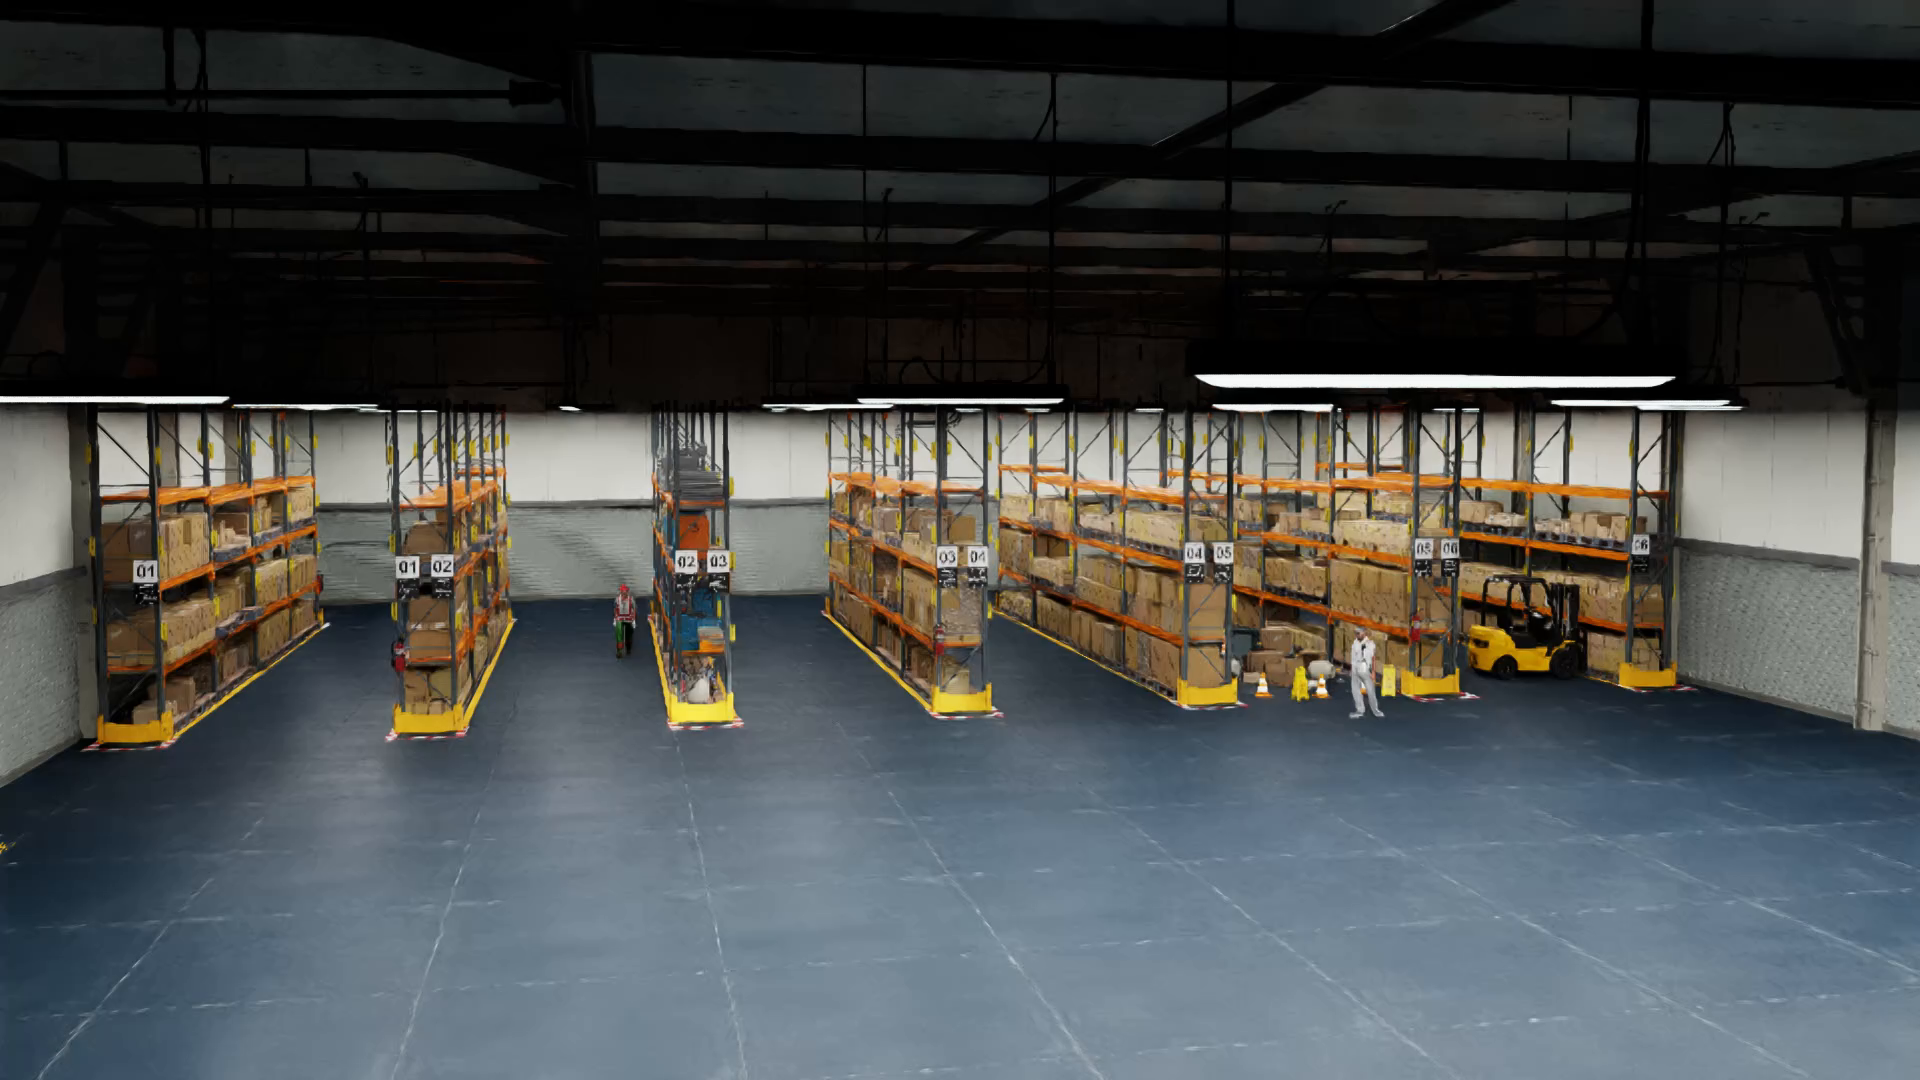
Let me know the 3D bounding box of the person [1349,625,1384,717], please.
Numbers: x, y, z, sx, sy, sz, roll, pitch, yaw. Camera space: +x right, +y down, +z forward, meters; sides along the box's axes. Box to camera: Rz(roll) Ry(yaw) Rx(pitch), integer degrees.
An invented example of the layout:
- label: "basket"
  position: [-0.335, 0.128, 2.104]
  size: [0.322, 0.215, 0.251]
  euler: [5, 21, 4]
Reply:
- label: "person"
  position: [7.696, 2.479, 31.563]
  size: [0.554, 1.746, 0.653]
  euler: [-4, 6, -40]

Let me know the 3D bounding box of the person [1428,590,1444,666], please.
- label: "person"
  position: [10.776, 2.034, 37.965]
  size: [0.576, 1.626, 0.626]
  euler: [2, 5, 20]

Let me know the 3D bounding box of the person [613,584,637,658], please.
- label: "person"
  position: [-7.905, 1.893, 39.227]
  size: [0.555, 1.705, 1.120]
  euler: [-1, 4, -9]
